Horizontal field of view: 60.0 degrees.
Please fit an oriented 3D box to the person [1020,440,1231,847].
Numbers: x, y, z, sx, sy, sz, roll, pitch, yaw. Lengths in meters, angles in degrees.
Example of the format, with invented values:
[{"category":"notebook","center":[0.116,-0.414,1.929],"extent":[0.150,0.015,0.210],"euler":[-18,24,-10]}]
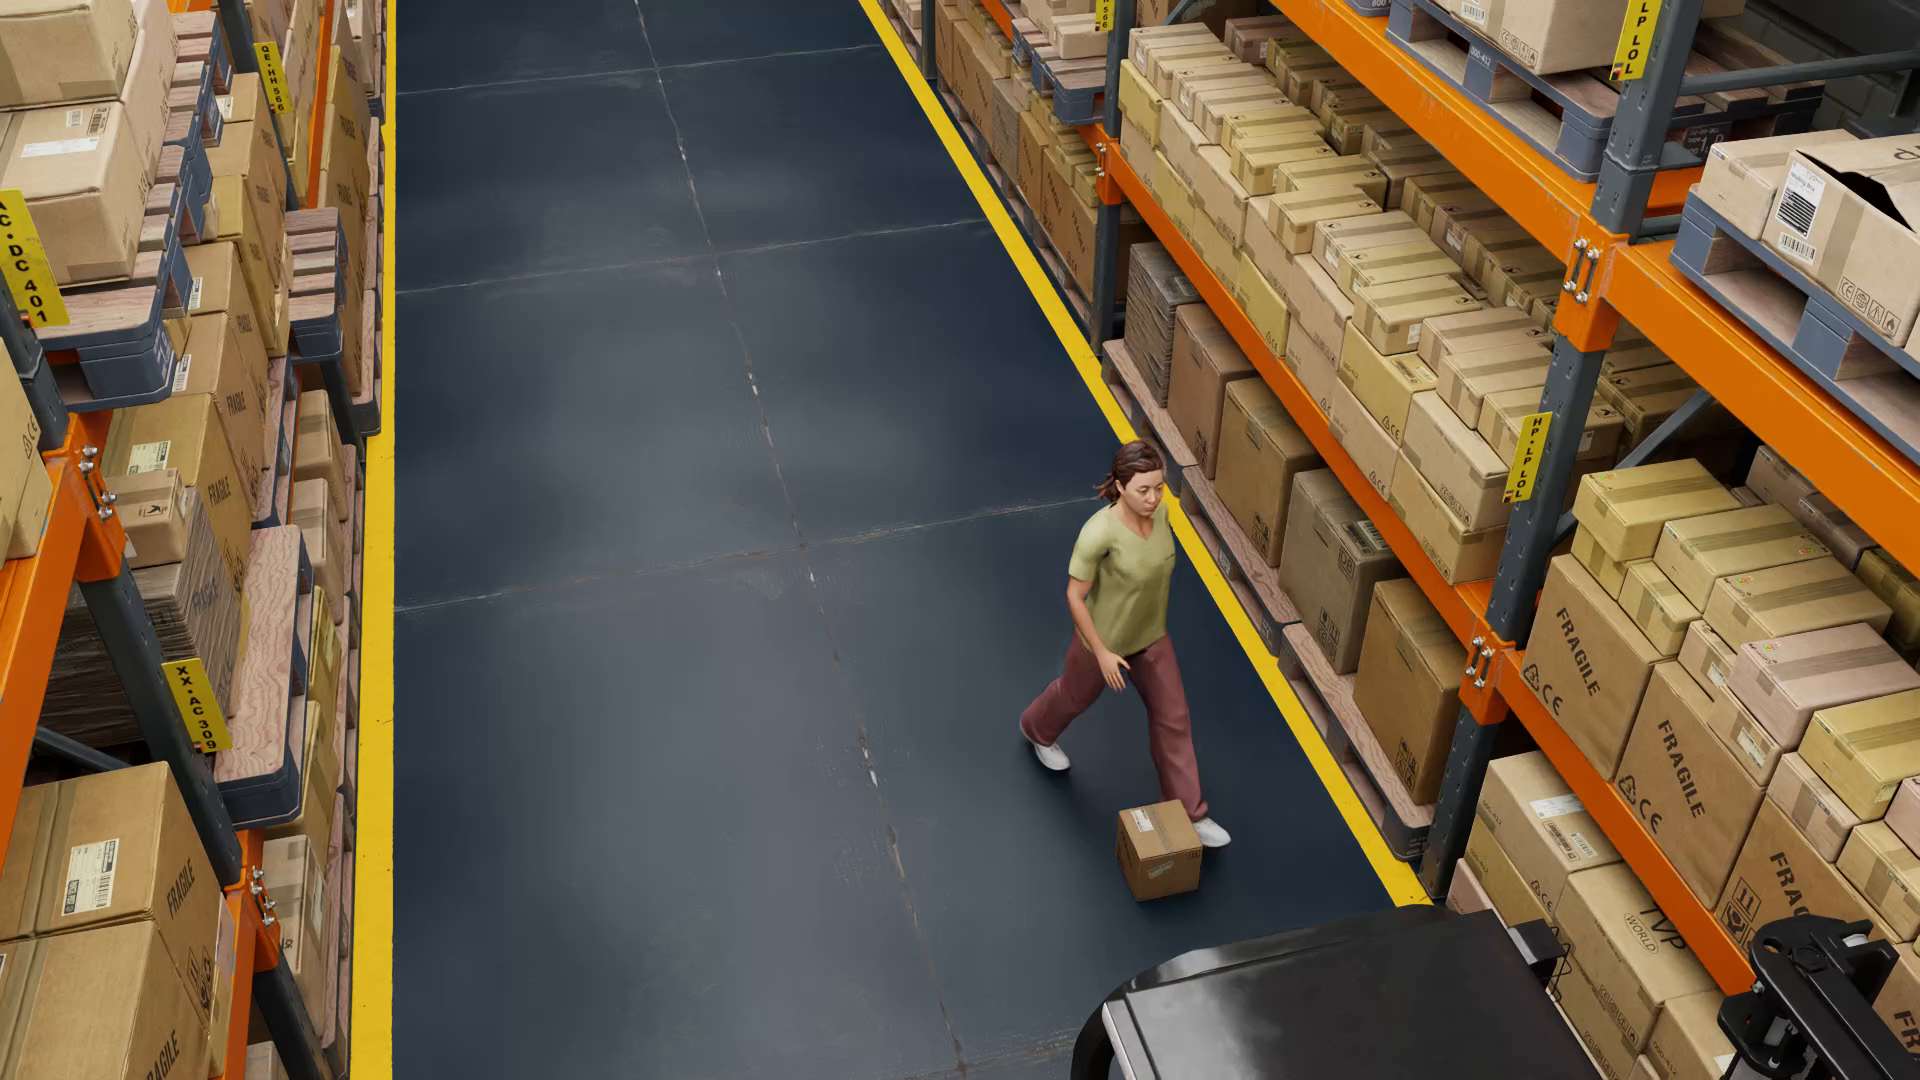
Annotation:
[{"category":"person","center":[0.674,0.388,6.249],"extent":[0.527,1.612,1.028],"euler":[-20,43,-24]}]
